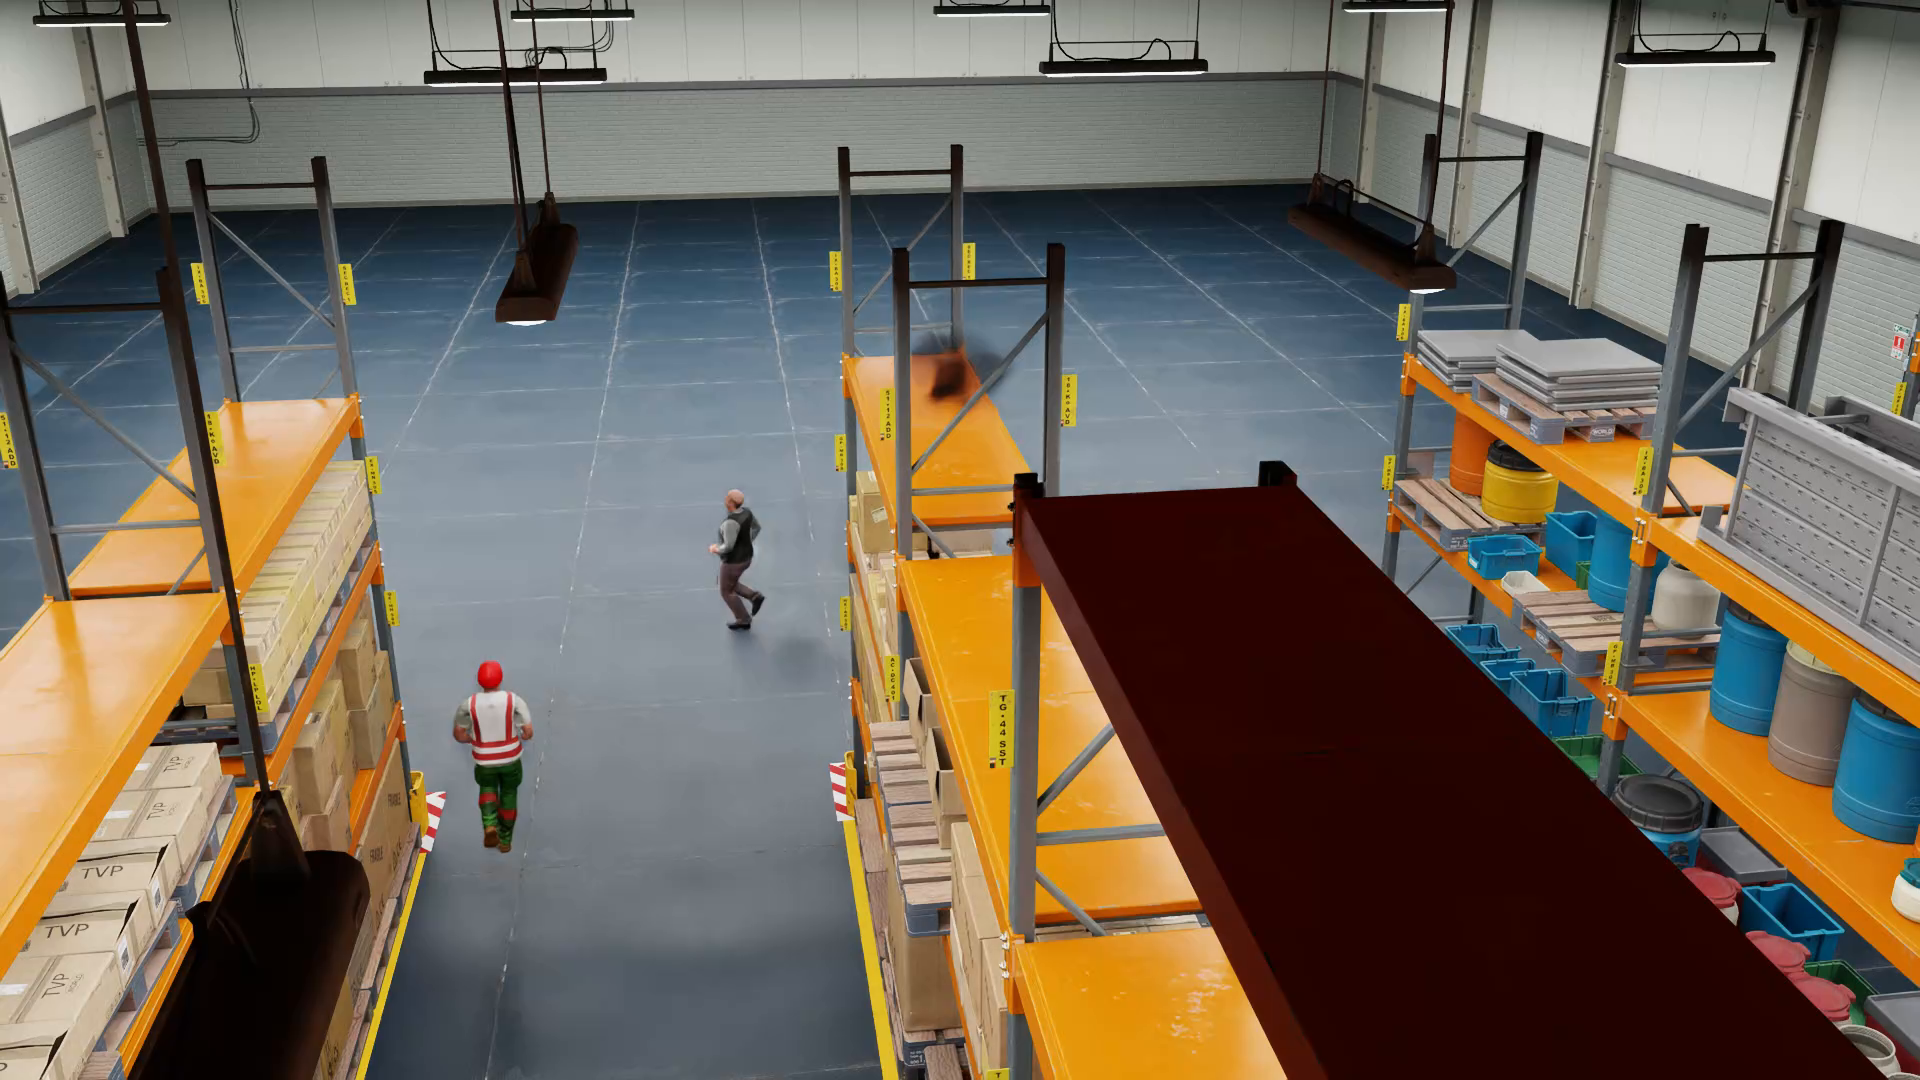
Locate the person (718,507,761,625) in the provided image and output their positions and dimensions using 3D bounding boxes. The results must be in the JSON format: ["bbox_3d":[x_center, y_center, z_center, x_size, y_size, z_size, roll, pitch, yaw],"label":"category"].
[{"bbox_3d":[-2.553,0.294,18.859,0.501,1.390,0.447,7,23,16],"label":"person"}]

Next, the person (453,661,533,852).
[{"bbox_3d":[-3.880,1.812,13.940,0.636,1.741,0.586,-4,22,-9],"label":"person"}]
